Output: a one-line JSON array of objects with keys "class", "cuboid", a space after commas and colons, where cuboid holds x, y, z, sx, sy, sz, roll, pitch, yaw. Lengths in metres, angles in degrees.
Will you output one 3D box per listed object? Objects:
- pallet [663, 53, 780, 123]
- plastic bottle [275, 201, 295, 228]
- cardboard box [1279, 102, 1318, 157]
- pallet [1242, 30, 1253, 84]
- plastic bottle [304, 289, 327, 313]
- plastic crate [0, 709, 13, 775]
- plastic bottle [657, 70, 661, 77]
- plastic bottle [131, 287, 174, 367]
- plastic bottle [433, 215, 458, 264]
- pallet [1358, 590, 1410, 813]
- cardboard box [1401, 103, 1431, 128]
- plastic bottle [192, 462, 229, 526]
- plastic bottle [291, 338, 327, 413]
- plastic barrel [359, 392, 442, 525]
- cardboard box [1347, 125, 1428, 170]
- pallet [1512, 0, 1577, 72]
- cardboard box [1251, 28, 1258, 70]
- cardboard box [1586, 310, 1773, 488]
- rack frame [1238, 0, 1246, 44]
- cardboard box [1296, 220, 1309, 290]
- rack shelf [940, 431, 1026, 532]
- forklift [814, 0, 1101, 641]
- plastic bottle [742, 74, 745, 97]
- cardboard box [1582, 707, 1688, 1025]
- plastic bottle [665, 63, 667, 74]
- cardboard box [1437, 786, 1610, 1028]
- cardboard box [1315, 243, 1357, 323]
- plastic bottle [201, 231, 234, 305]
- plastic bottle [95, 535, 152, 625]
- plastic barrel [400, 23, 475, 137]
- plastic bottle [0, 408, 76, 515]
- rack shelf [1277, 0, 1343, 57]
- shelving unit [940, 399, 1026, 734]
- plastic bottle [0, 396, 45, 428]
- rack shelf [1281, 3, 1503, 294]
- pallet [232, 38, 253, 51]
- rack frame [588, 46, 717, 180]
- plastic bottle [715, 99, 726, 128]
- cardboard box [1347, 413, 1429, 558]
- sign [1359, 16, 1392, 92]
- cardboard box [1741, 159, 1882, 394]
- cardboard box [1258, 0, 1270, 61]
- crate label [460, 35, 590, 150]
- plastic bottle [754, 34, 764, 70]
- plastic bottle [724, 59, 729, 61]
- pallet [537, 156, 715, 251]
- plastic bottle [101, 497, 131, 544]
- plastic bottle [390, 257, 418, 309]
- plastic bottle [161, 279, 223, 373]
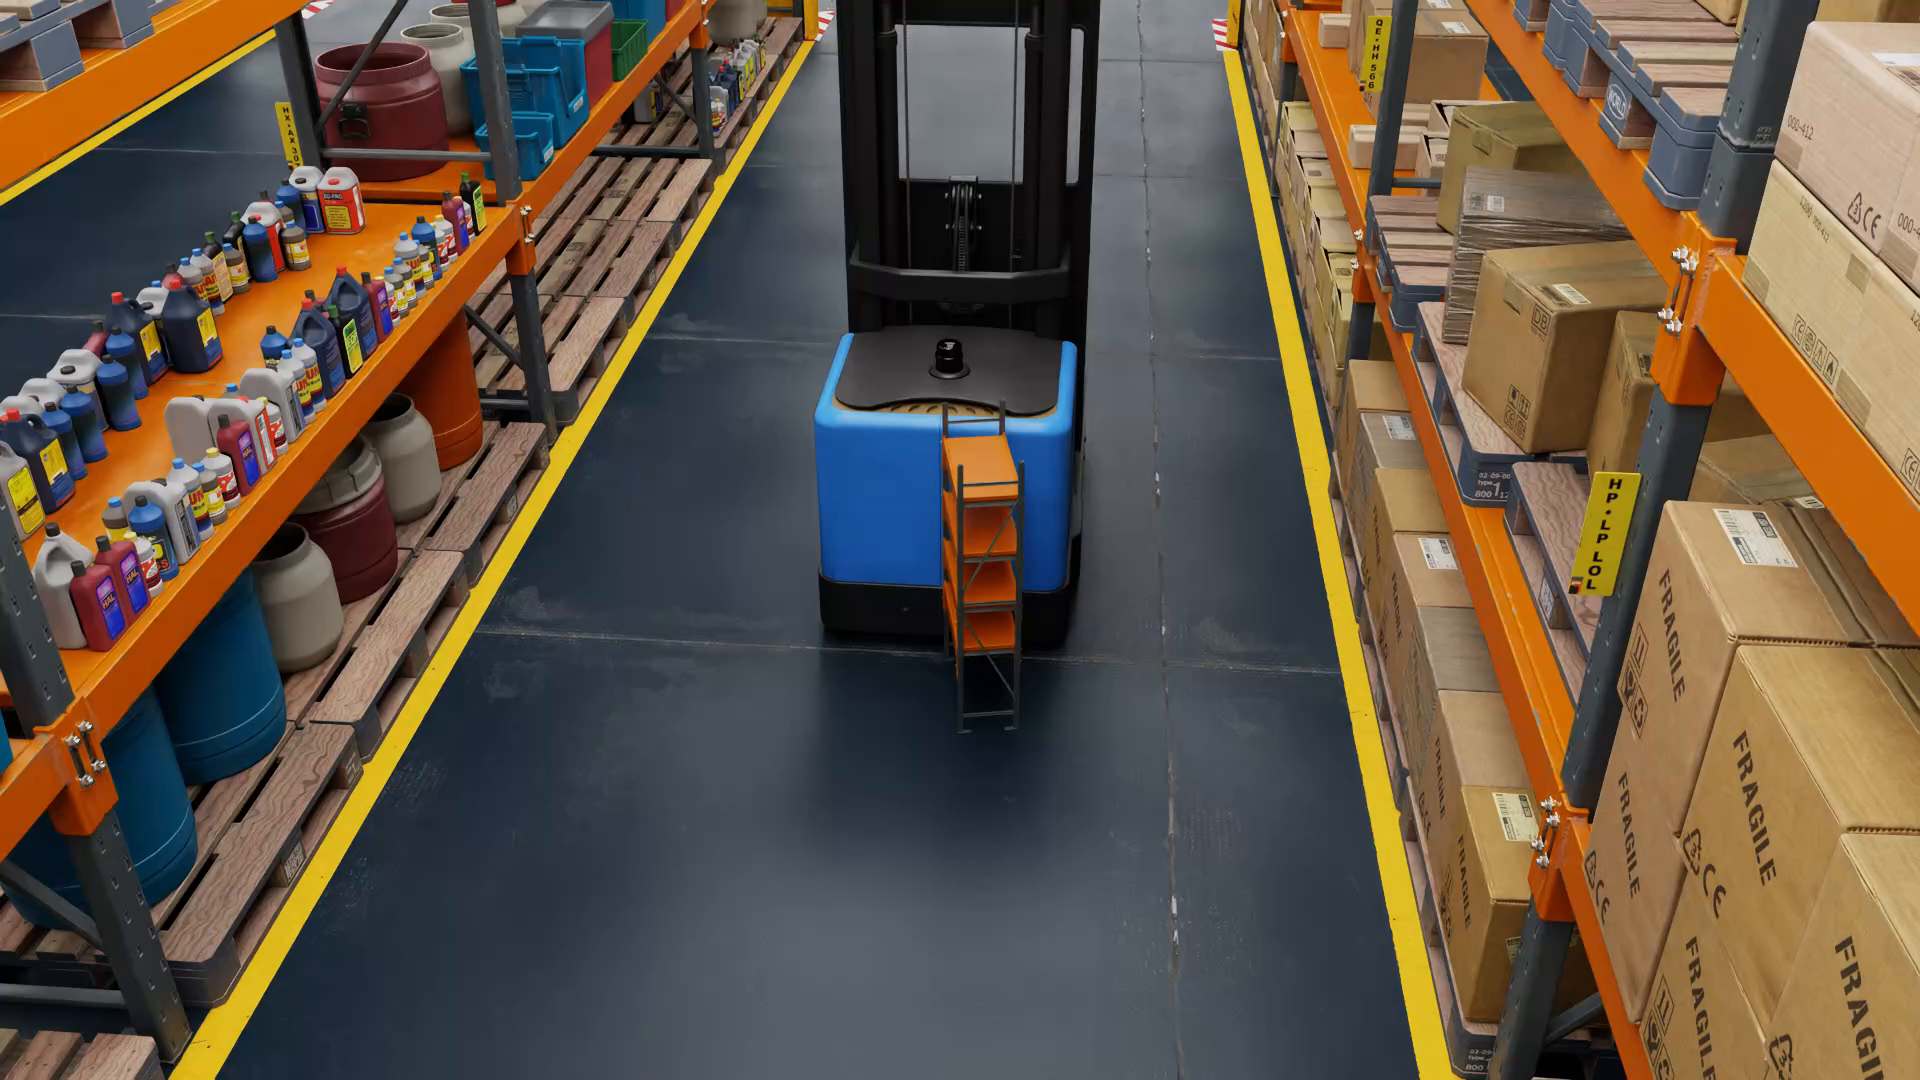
[{"class": "pallet", "cuboid": [-2.066, -3.695, 13.544, 1.003, 0.211, 1.213, 2, 32, 4]}, {"class": "plastic bottle", "cuboid": [-2.987, -1.394, 7.342, 0.097, 0.201, 0.097, 0, 32, 0]}, {"class": "cardboard box", "cuboid": [2.396, -2.721, 10.992, 0.500, 0.311, 0.500, 3, 32, 4]}, {"class": "pallet", "cuboid": [2.983, -4.182, 14.335, 1.003, 0.211, 1.213, 2, 32, 4]}, {"class": "plastic bottle", "cuboid": [-2.444, -0.834, 6.355, 0.061, 0.283, 0.133, 2, 32, 4]}, {"class": "plastic crate", "cuboid": [-2.608, 0.530, 3.988, 0.392, 0.384, 0.575, 2, 32, 4]}, {"class": "plastic bottle", "cuboid": [-2.348, -3.551, 12.823, 0.061, 0.283, 0.133, 2, 32, 4]}, {"class": "plastic bottle", "cuboid": [-3.055, -0.811, 6.325, 0.152, 0.276, 0.135, 2, 32, 4]}, {"class": "plastic bottle", "cuboid": [-2.239, -1.307, 7.201, 0.097, 0.201, 0.097, 0, 32, 0]}, {"class": "pallet", "cuboid": [2.152, 0.624, 6.536, 1.003, 0.211, 1.213, 2, 32, 4]}, {"class": "cardboard box", "cuboid": [2.400, -2.150, 8.619, 0.380, 0.149, 0.250, 5, 32, 8]}, {"class": "plastic bottle", "cuboid": [-2.418, -0.153, 5.328, 0.097, 0.201, 0.097, 0, 32, 0]}, {"class": "plastic bottle", "cuboid": [-2.354, -0.596, 5.981, 0.097, 0.271, 0.097, 0, 32, 0]}, {"class": "plastic barrel", "cuboid": [-2.564, -0.365, 7.455, 0.421, 0.512, 0.421, 0, 32, 0]}, {"class": "cardboard box", "cuboid": [2.150, -1.963, 8.315, 0.380, 0.149, 0.250, 2, 32, 4]}, {"class": "pallet", "cuboid": [2.231, -1.574, 4.764, 1.213, 0.211, 1.003, 2, 32, 4]}, {"class": "cardboard box", "cuboid": [2.660, -3.985, 13.578, 0.500, 0.250, 0.500, 2, 32, 4]}, {"class": "cardboard box", "cuboid": [2.281, -0.318, 4.911, 0.700, 0.500, 0.500, 7, 32, 12]}, {"class": "rack frame", "cuboid": [3.003, -5.771, 14.255, 1.000, 3.000, 0.127, 2, 32, 4]}, {"class": "cardboard box", "cuboid": [2.273, -1.683, 9.843, 0.500, 0.250, 0.500, 3, 32, 5]}, {"class": "rack shelf", "cuboid": [0.081, -0.223, 6.219, 0.258, 0.148, 0.480, -4, 32, -6]}, {"class": "forklift", "cuboid": [0.057, -1.577, 7.515, 1.130, 2.935, 3.031, 3, 32, 4]}, {"class": "plastic bottle", "cuboid": [-1.718, -3.539, 12.881, 0.097, 0.201, 0.097, 0, 32, 0]}, {"class": "cardboard box", "cuboid": [1.713, 0.716, 3.633, 0.500, 0.500, 0.500, 3, 32, 5]}, {"class": "plastic bottle", "cuboid": [-2.419, -3.896, 13.395, 0.097, 0.271, 0.097, 0, 32, 0]}, {"class": "cardboard box", "cuboid": [1.781, 1.110, 5.052, 0.500, 0.500, 0.500, 2, 32, 4]}, {"class": "cardboard box", "cuboid": [2.185, -1.391, 8.834, 0.500, 0.311, 0.500, 2, 32, 3]}, {"class": "plastic bottle", "cuboid": [-3.055, -1.108, 6.801, 0.061, 0.283, 0.133, 2, 32, 4]}, {"class": "plastic bottle", "cuboid": [-2.444, 0.097, 4.845, 0.061, 0.283, 0.133, 2, 32, 4]}, {"class": "plastic barrel", "cuboid": [-2.714, -2.396, 8.672, 0.421, 0.512, 0.421, 0, 32, 0]}, {"class": "plastic bottle", "cuboid": [-3.003, -0.274, 5.382, 0.144, 0.351, 0.185, 2, 32, 4]}, {"class": "rack shelf", "cuboid": [2.840, -4.419, 12.747, 1.077, 0.370, 4.000, 2, 32, 4]}, {"class": "shelving unit", "cuboid": [0.081, 0.112, 6.425, 0.258, 1.200, 0.503, -4, 32, -6]}, {"class": "plastic bottle", "cuboid": [-3.130, -0.331, 5.547, 0.152, 0.276, 0.135, 2, 32, 4]}, {"class": "rack shelf", "cuboid": [2.515, -2.327, 9.353, 1.077, 0.370, 4.000, 2, 32, 4]}, {"class": "pallet", "cuboid": [-6.977, -4.546, 14.925, 1.003, 0.211, 1.213, 2, 32, 4]}, {"class": "rack frame", "cuboid": [-2.259, -3.893, 11.208, 1.000, 3.000, 0.127, 2, 32, 4]}, {"class": "plastic bottle", "cuboid": [-1.780, -3.143, 12.239, 0.097, 0.201, 0.097, 0, 32, 0]}, {"class": "cardboard box", "cuboid": [1.993, -0.211, 7.197, 0.500, 0.500, 0.500, 1, 32, 2]}, {"class": "sign", "cuboid": [1.798, -2.103, 7.199, 0.100, 0.325, 0.005, 2, 32, 4]}, {"class": "cardboard box", "cuboid": [1.740, -0.466, 2.930, 0.500, 0.250, 0.500, 2, 32, 4]}, {"class": "cardboard box", "cuboid": [2.613, -4.043, 12.958, 0.500, 0.500, 0.500, 2, 32, 4]}, {"class": "crate label", "cuboid": [-2.234, -2.324, 8.629, 0.502, 0.435, 0.616, 2, 32, 4]}, {"class": "plastic bottle", "cuboid": [-1.637, -3.974, 13.510, 0.061, 0.283, 0.133, 3, 32, 5]}, {"class": "plastic bottle", "cuboid": [-1.838, -3.694, 13.133, 0.097, 0.201, 0.097, 0, 32, 0]}, {"class": "pallet", "cuboid": [-2.284, -2.293, 11.270, 1.003, 0.211, 1.213, 2, 32, 4]}, {"class": "plastic bottle", "cuboid": [-2.589, -0.038, 5.142, 0.097, 0.201, 0.097, 0, 32, 0]}, {"class": "plastic bottle", "cuboid": [-2.278, -1.052, 6.788, 0.097, 0.201, 0.097, 0, 32, 0]}, {"class": "plastic bottle", "cuboid": [-2.909, -0.823, 6.274, 0.144, 0.351, 0.185, 2, 32, 4]}]
